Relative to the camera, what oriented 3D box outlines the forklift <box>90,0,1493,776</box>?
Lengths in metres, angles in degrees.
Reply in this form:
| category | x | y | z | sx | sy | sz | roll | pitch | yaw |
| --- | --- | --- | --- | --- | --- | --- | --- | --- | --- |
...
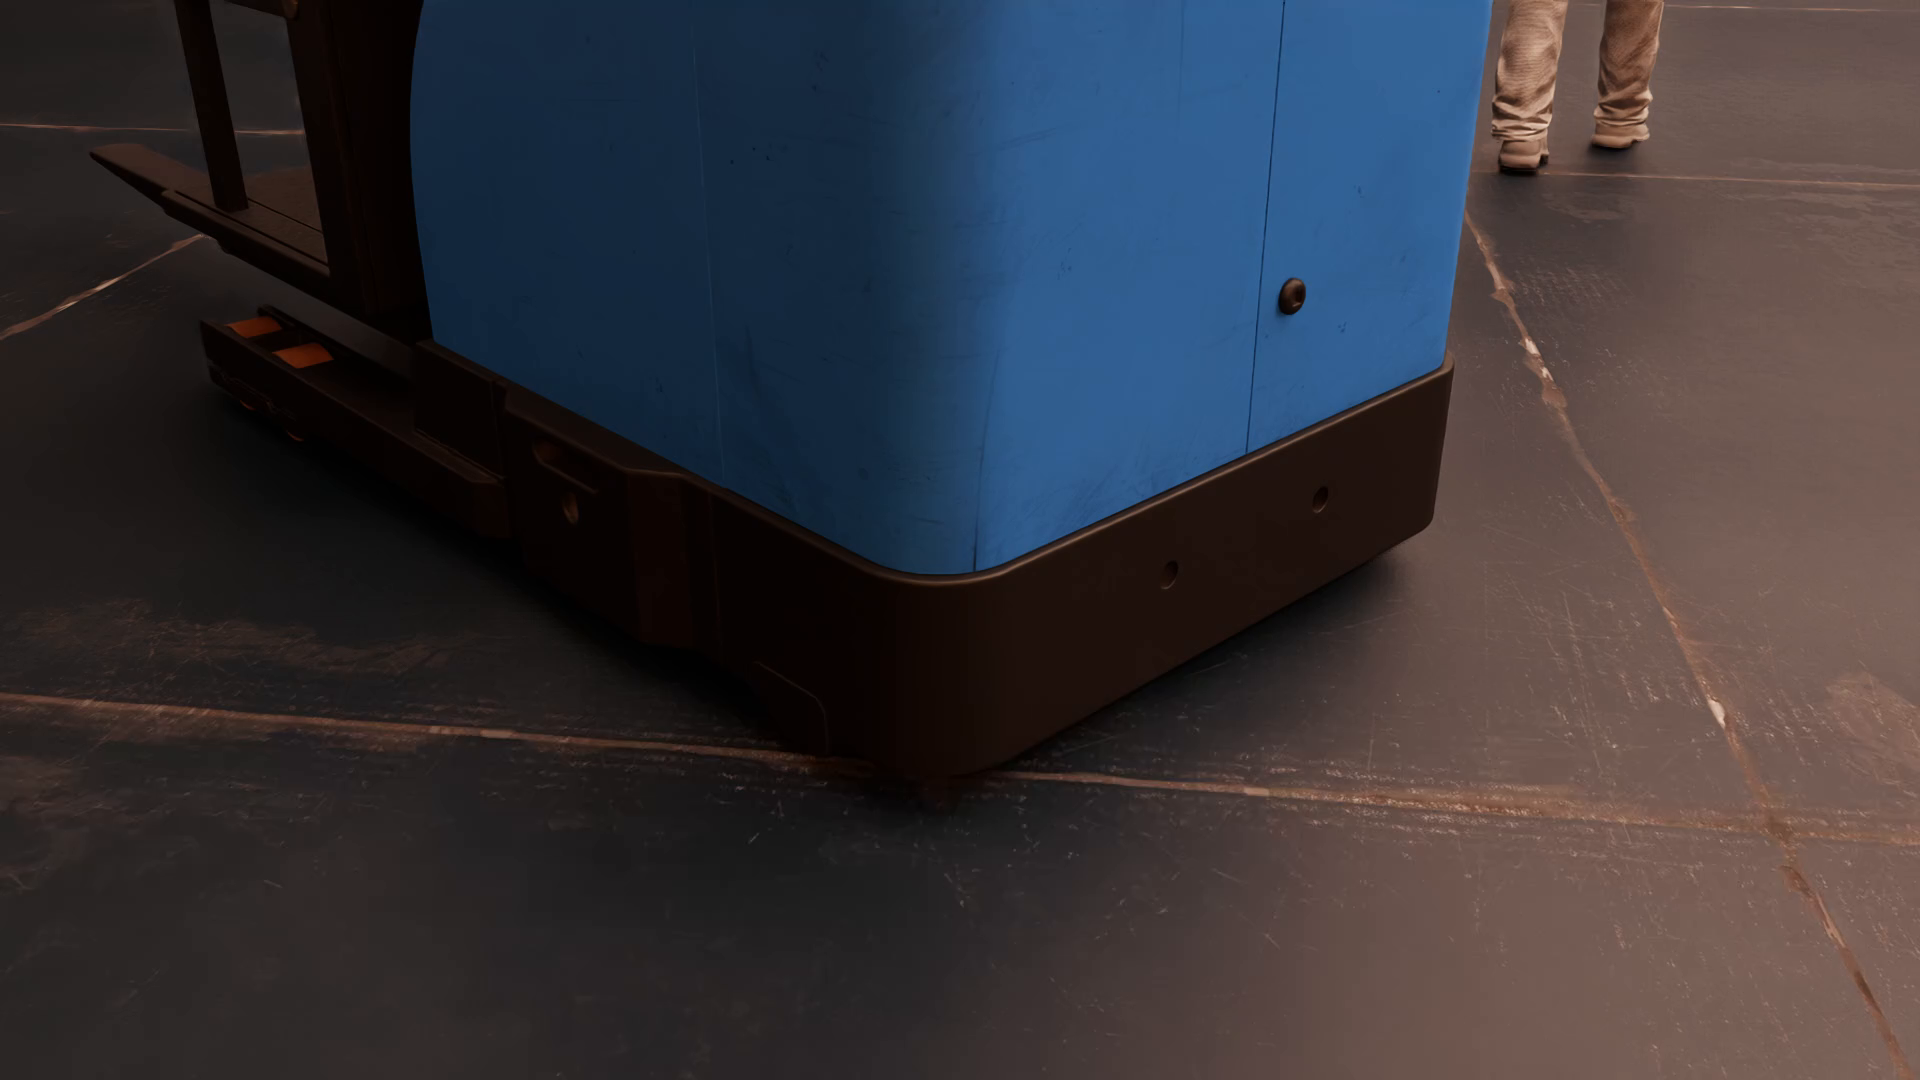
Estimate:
| category | x | y | z | sx | sy | sz | roll | pitch | yaw |
| --- | --- | --- | --- | --- | --- | --- | --- | --- | --- |
| forklift | -0.693 | -1.619 | 2.461 | 1.130 | 2.935 | 3.031 | -23 | 35 | -38 |

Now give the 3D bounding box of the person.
| category | x | y | z | sx | sy | sz | roll | pitch | yaw |
| --- | --- | --- | --- | --- | --- | --- | --- | --- | --- |
| person | 1.763 | -1.878 | 4.319 | 1.019 | 1.760 | 0.758 | 13 | 29 | 24 |
